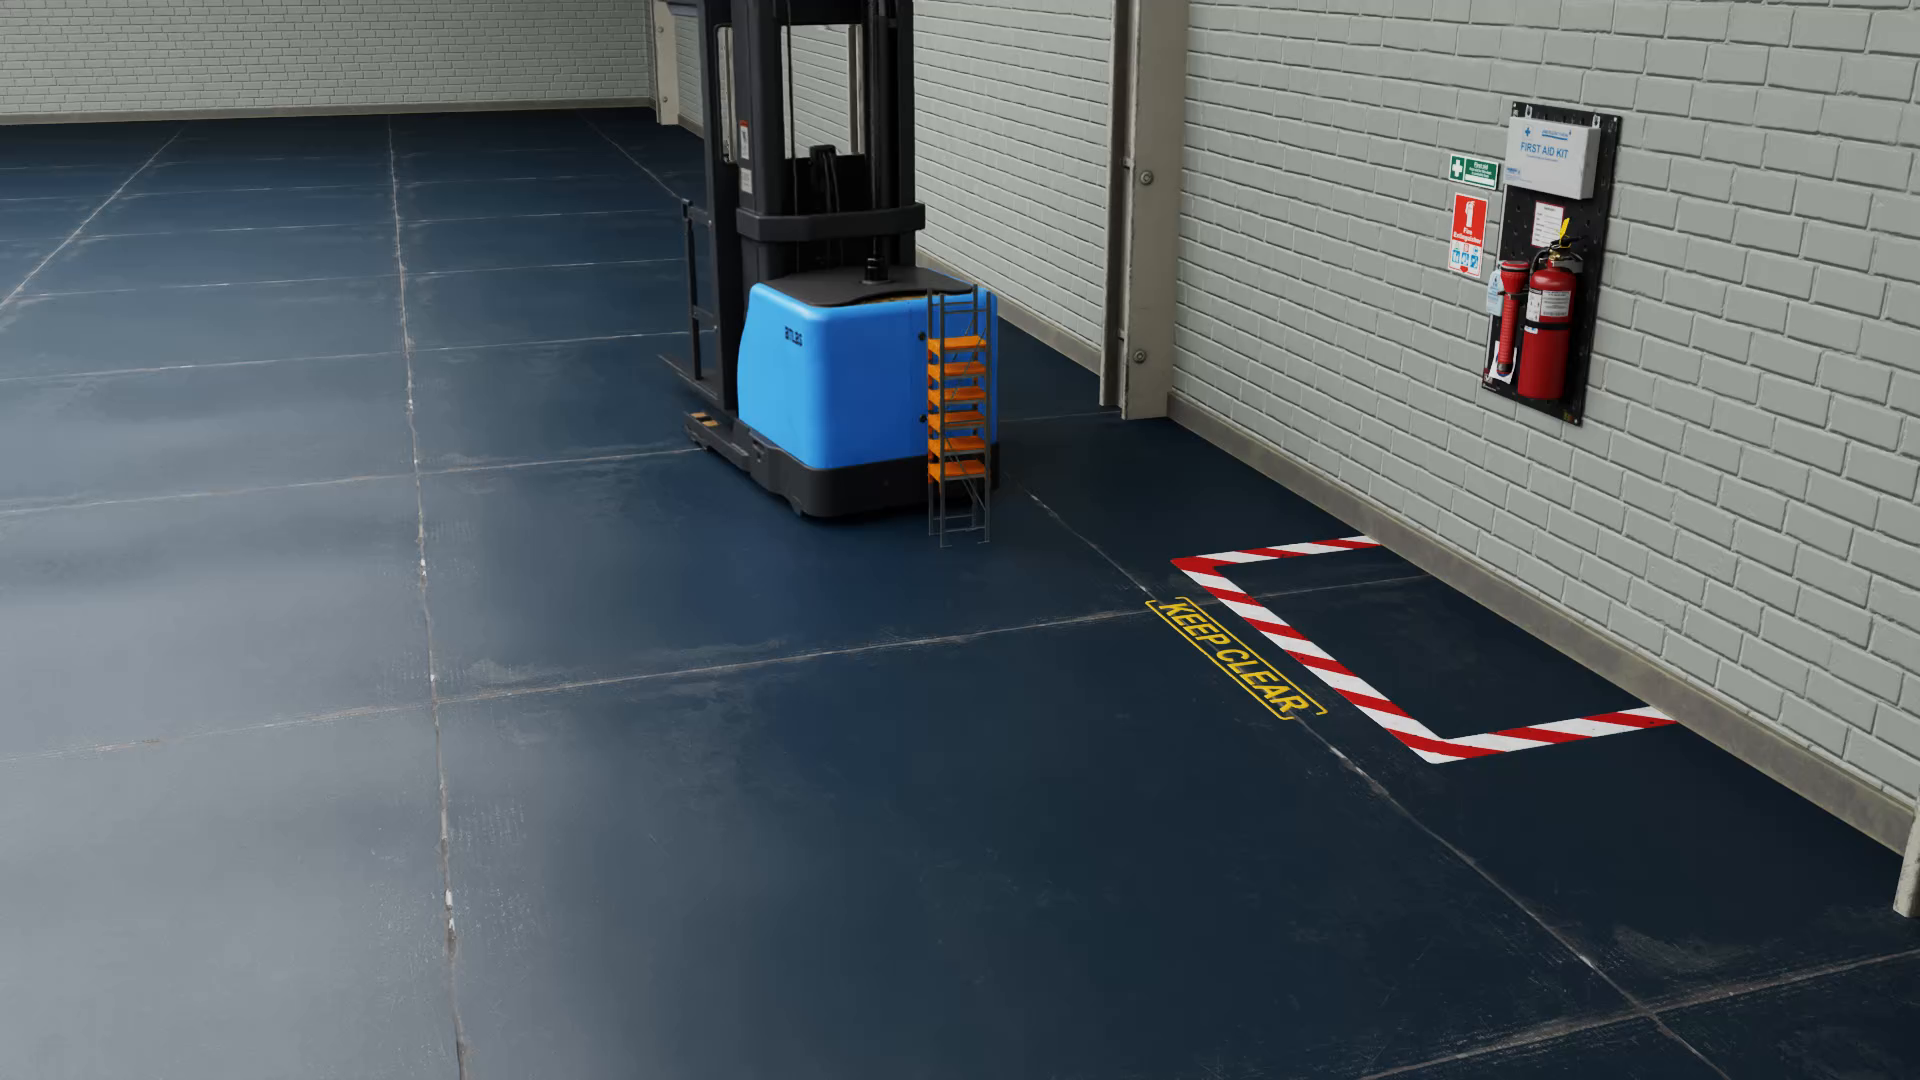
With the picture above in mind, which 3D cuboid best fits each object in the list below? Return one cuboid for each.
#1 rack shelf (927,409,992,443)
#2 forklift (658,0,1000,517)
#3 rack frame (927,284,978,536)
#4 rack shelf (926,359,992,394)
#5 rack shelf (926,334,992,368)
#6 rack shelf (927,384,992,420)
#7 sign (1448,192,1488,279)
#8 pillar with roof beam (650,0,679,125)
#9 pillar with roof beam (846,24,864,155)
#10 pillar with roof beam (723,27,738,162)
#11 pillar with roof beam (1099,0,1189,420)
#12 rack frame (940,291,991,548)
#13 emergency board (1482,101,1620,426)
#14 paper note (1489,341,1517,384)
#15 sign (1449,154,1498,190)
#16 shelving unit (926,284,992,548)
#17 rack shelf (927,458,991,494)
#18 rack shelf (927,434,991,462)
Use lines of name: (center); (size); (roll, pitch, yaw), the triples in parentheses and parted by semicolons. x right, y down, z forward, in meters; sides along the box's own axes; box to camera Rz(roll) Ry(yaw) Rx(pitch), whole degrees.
rack shelf: (-0.005, -0.528, 7.742); (0.258, 0.103, 0.180); (-6, 21, -17)
forklift: (-0.921, -1.944, 8.993); (1.130, 2.935, 3.031); (-10, 22, -26)
rack frame: (-0.033, -0.599, 7.808); (0.240, 1.200, 0.006); (-6, 21, -17)
rack shelf: (-0.005, -0.753, 7.660); (0.258, 0.103, 0.180); (-6, 21, -17)
rack shelf: (-0.005, -0.866, 7.620); (0.258, 0.103, 0.180); (-6, 21, -17)
rack shelf: (-0.005, -0.640, 7.701); (0.258, 0.103, 0.180); (-6, 21, -17)
sign: (2.136, -1.283, 6.999); (0.001, 0.329, 0.234); (-6, 21, -17)
pillar with roof beam: (-8.678, -10.349, 23.416); (9.100, 9.000, 0.400); (-6, 21, -17)
pillar with roof beam: (-4.906, -6.498, 12.695); (9.100, 9.000, 0.400); (-6, 21, -17)
pillar with roof beam: (-6.792, -8.423, 18.055); (9.100, 9.000, 0.400); (-6, 21, -17)
pillar with roof beam: (-3.020, -4.572, 7.334); (9.100, 9.000, 0.400); (-6, 21, -17)
rack frame: (0.024, -0.540, 7.645); (0.240, 1.200, 0.006); (-6, 21, -17)
emergency board: (2.212, -1.078, 6.480); (0.194, 1.169, 0.643); (-6, 21, -17)
paper note: (2.222, -0.728, 6.808); (0.016, 0.148, 0.142); (-6, 21, -17)
sign: (2.129, -1.530, 6.902); (0.001, 0.109, 0.331); (-6, 21, -17)
shelving unit: (-0.005, -0.569, 7.727); (0.258, 1.200, 0.189); (-6, 21, -17)
rack shelf: (-0.005, -0.302, 7.823); (0.258, 0.103, 0.180); (-6, 21, -17)
rack shelf: (-0.005, -0.415, 7.782); (0.258, 0.103, 0.180); (-6, 21, -17)
